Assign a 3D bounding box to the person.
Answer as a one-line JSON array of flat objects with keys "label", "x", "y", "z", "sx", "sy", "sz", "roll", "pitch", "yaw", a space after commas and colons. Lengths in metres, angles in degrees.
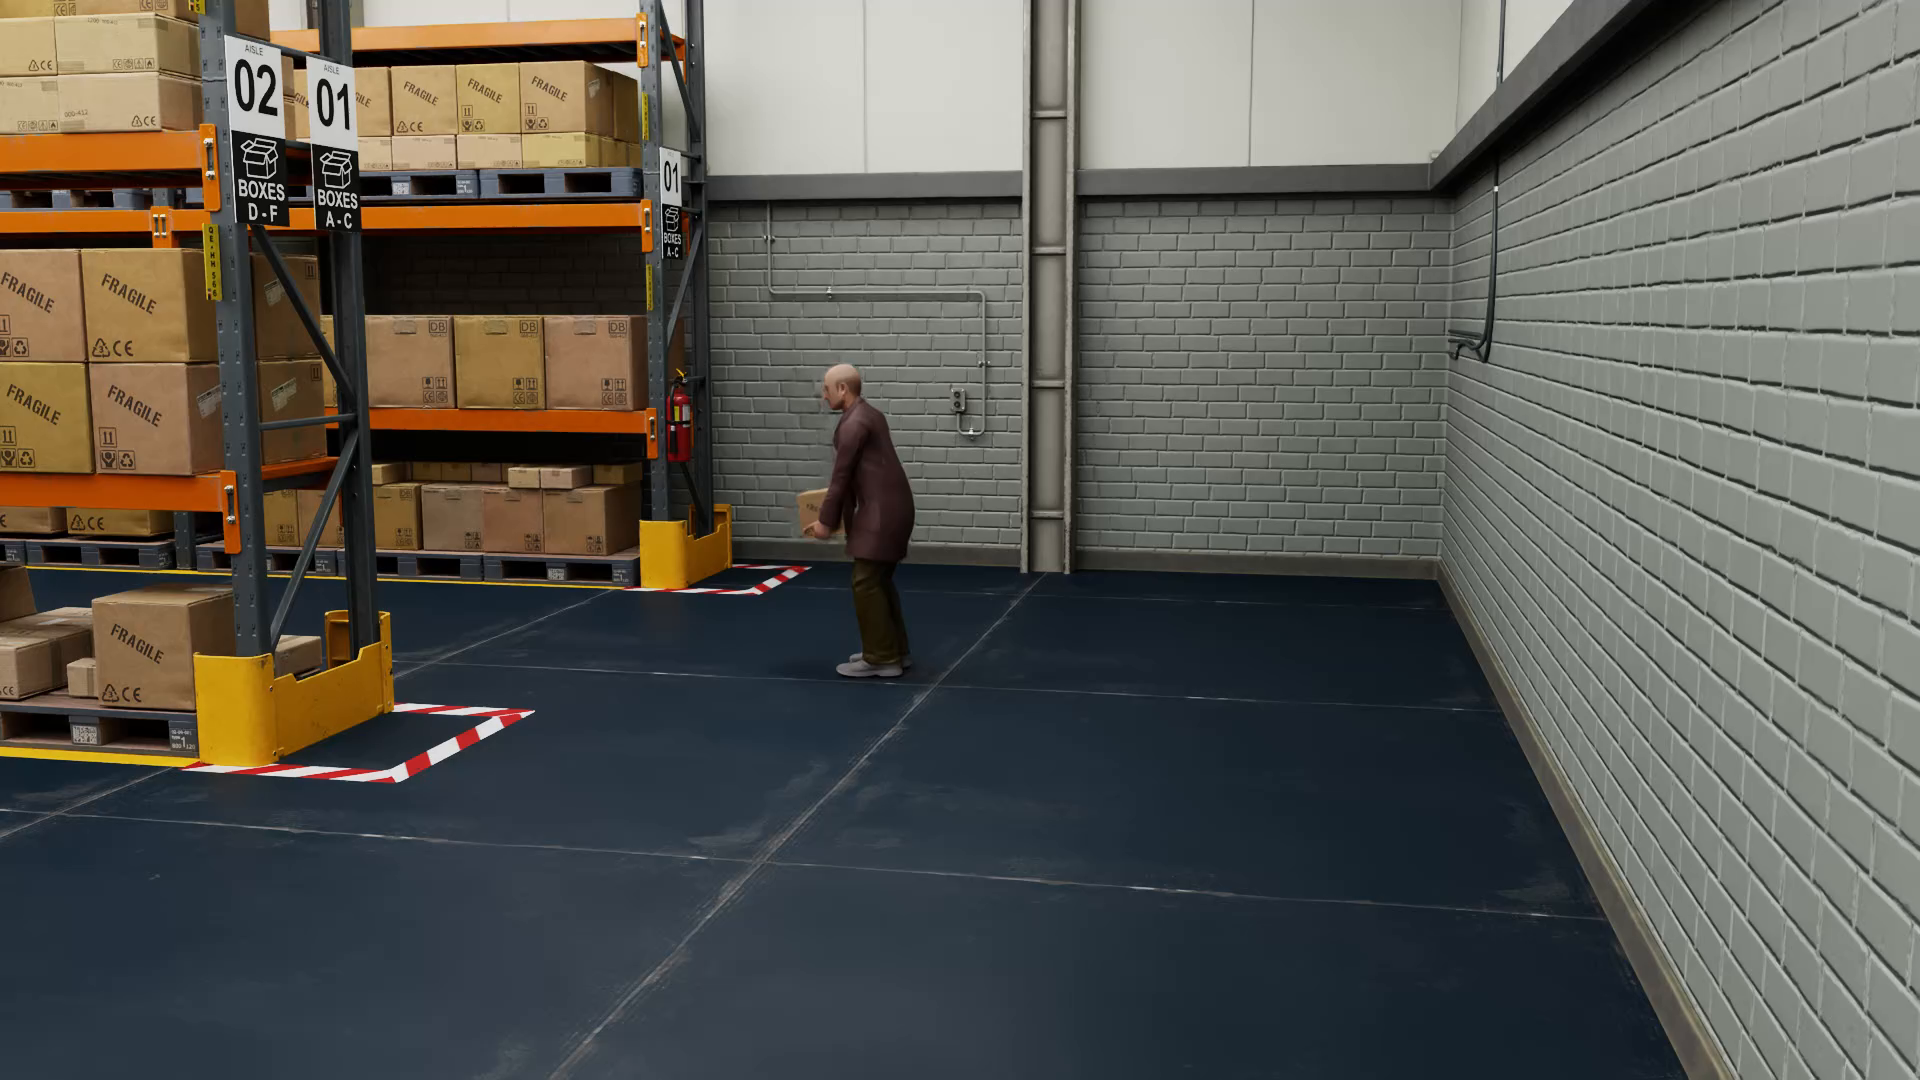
[{"label": "person", "x": -0.558, "y": -0.115, "z": 9.355, "sx": 0.600, "sy": 1.744, "sz": 0.534, "roll": 1, "pitch": 8, "yaw": 10}]
